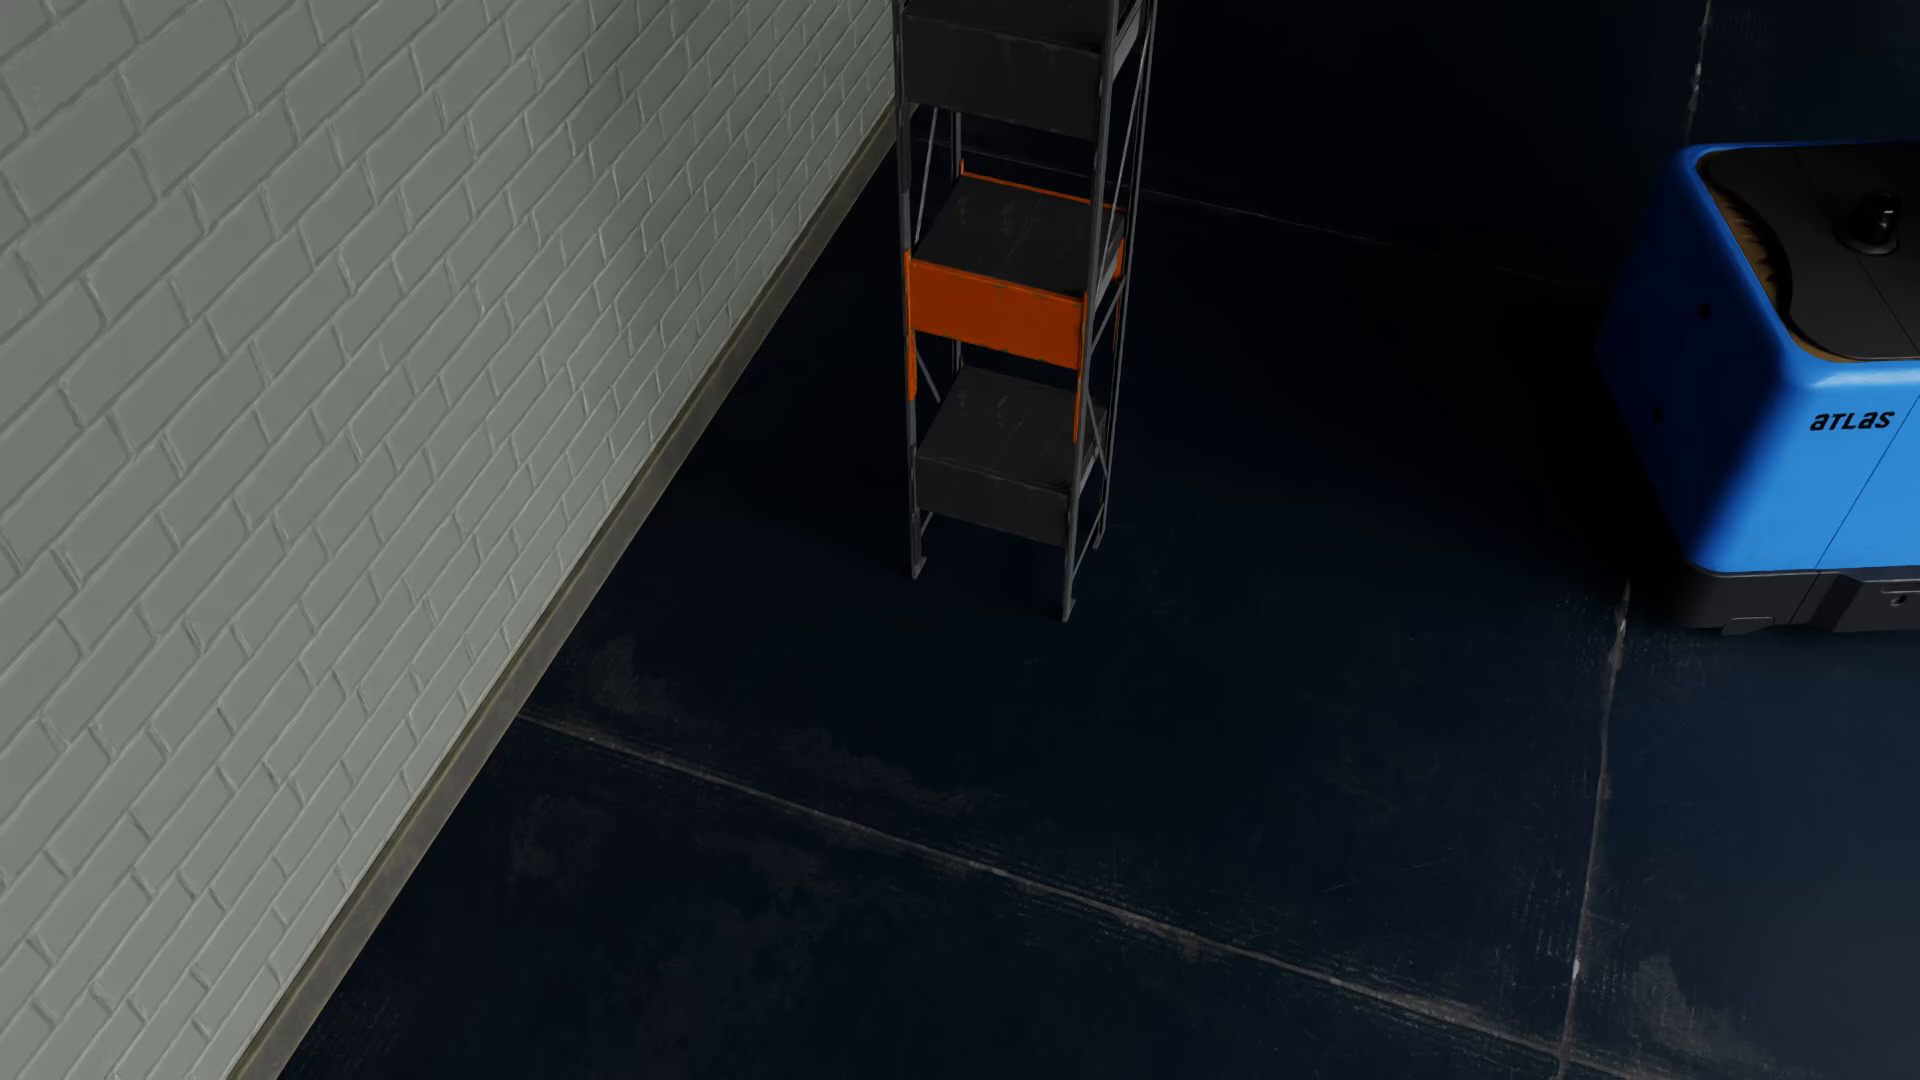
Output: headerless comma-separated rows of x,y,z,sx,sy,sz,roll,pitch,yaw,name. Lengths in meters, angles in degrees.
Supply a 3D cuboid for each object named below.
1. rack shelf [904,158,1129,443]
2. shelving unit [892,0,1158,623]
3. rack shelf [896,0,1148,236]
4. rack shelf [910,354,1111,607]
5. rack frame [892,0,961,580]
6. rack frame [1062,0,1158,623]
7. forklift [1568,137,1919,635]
0.155,-0.635,4.429,0.480,0.518,0.431,16,51,13,rack shelf
0.155,-0.644,4.419,0.503,2.100,0.431,16,51,13,shelving unit
0.155,-1.094,3.900,0.480,0.518,0.431,16,51,13,rack shelf
0.155,-0.177,4.958,0.480,0.518,0.431,16,51,13,rack shelf
-0.074,-0.708,4.474,0.015,2.100,0.400,16,51,13,rack frame
0.384,-0.580,4.364,0.015,2.100,0.400,16,51,13,rack frame
3.564,-1.103,4.266,3.031,2.935,1.130,-2,49,-2,forklift
